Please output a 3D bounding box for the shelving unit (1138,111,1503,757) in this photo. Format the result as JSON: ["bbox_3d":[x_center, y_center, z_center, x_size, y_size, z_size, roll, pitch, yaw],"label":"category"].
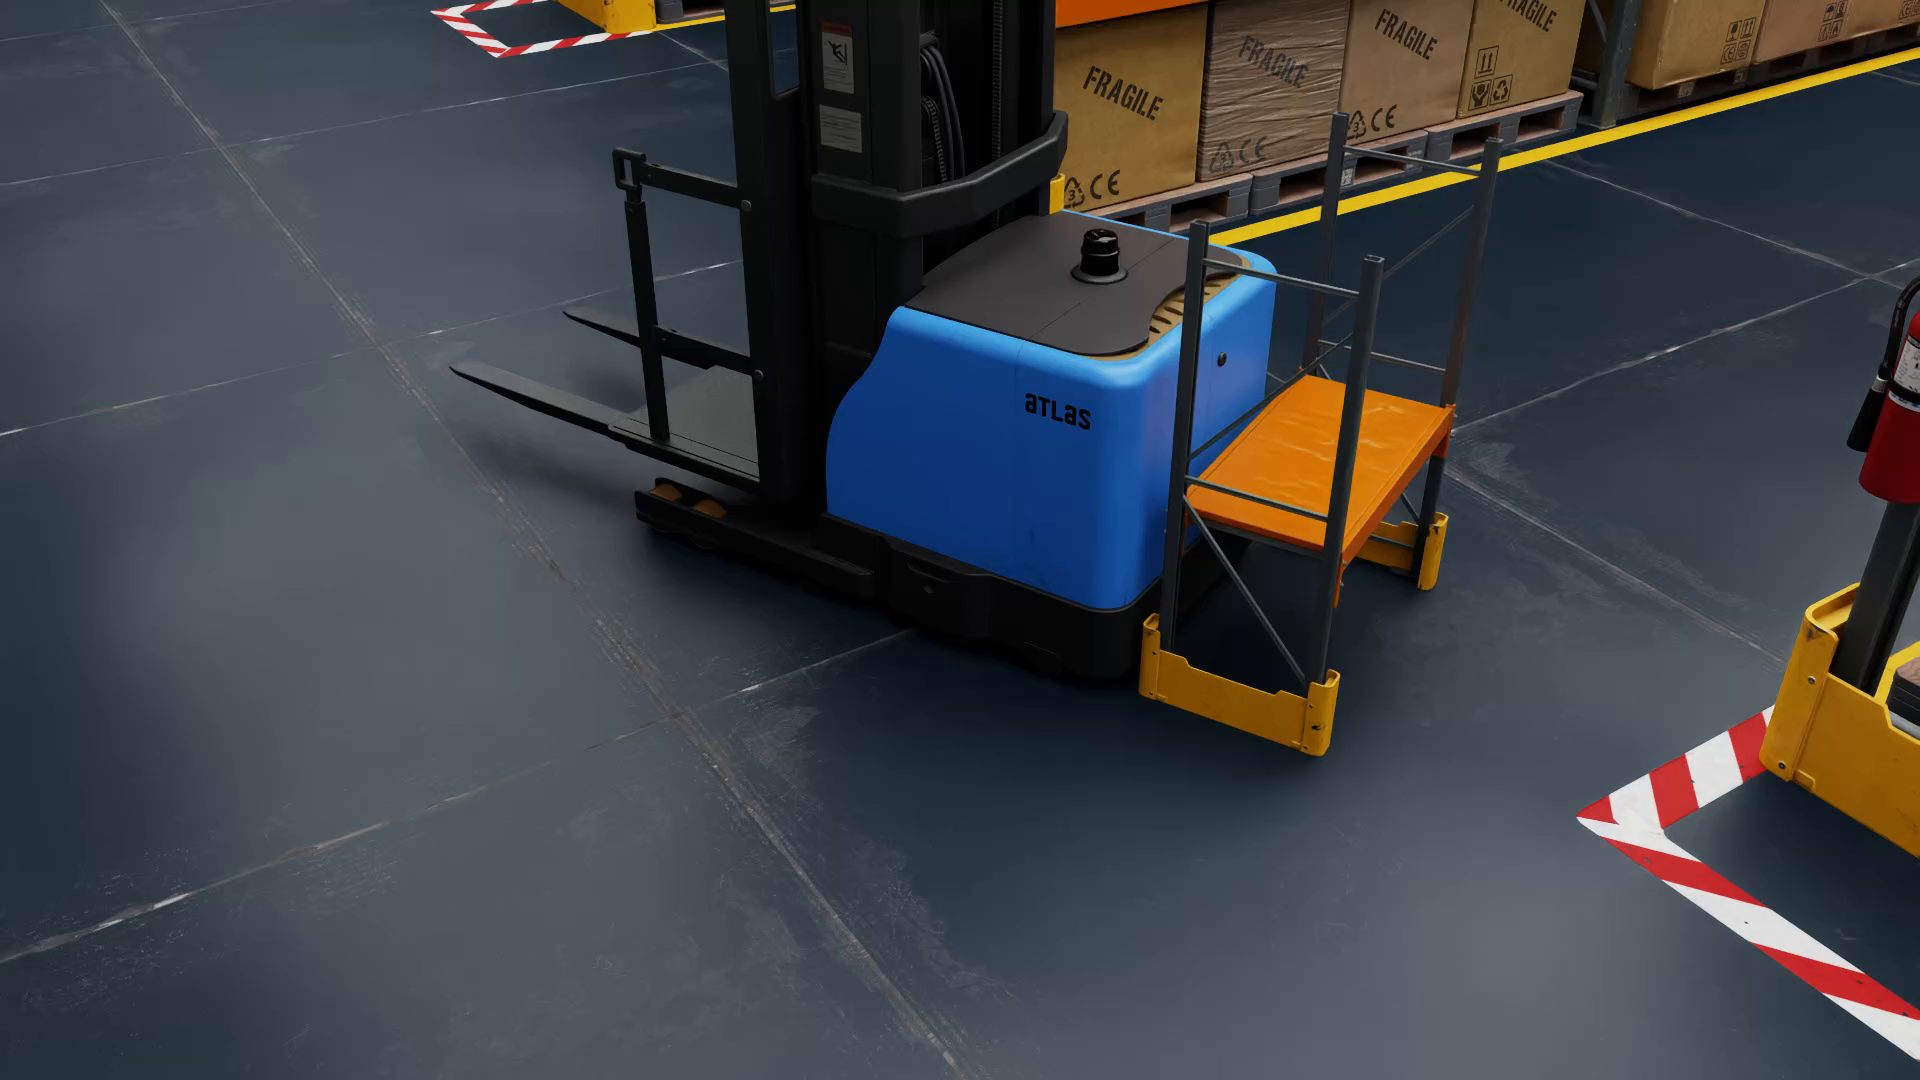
[{"bbox_3d":[1.063,-0.337,4.877,0.587,1.500,1.083,18,36,26],"label":"shelving unit"}]

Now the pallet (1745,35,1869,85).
[{"bbox_3d":[5.045,-3.255,10.712,1.213,0.211,1.003,-19,37,-27],"label":"pallet"}]

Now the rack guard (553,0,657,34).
[{"bbox_3d":[-2.490,-3.885,11.439,0.348,0.500,1.175,-19,37,-27],"label":"rack guard"}]

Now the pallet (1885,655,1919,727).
[{"bbox_3d":[3.446,0.513,4.739,1.213,0.211,1.003,-19,37,-27],"label":"pallet"}]

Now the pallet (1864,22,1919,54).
[{"bbox_3d":[6.069,-3.605,11.268,1.213,0.211,1.003,-19,37,-27],"label":"pallet"}]

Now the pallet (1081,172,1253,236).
[{"bbox_3d":[0.678,-1.753,8.331,1.213,0.211,1.003,-19,37,-27],"label":"pallet"}]

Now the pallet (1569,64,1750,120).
[{"bbox_3d":[4.018,-2.900,10.150,1.213,0.211,1.003,-19,37,-27],"label":"pallet"}]

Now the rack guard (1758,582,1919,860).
[{"bbox_3d":[2.719,0.625,4.291,0.348,0.500,1.175,-19,37,-27],"label":"rack guard"}]

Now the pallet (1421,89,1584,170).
[{"bbox_3d":[2.729,-2.459,9.450,1.213,0.211,1.003,-19,37,-27],"label":"pallet"}]

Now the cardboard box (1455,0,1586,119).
[{"bbox_3d":[2.813,-2.947,9.208,0.875,0.875,0.875,-19,37,-27],"label":"cardboard box"}]

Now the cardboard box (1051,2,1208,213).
[{"bbox_3d":[0.543,-2.166,7.970,0.875,0.875,0.875,-19,37,-27],"label":"cardboard box"}]

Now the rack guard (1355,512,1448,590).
[{"bbox_3d":[1.320,-0.035,5.571,0.587,0.250,0.087,18,36,26],"label":"rack guard"}]

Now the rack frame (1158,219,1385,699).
[{"bbox_3d":[0.804,-0.109,4.516,0.500,1.500,0.032,18,36,26],"label":"rack frame"}]

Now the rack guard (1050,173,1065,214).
[{"bbox_3d":[0.028,-1.602,7.821,0.348,0.500,1.175,-19,37,-27],"label":"rack guard"}]

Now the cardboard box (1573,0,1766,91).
[{"bbox_3d":[3.938,-3.296,9.761,0.875,0.875,1.225,-19,37,-27],"label":"cardboard box"}]

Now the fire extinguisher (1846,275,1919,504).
[{"bbox_3d":[2.359,-0.415,4.019,0.183,0.674,0.296,-19,37,-27],"label":"fire extinguisher"}]

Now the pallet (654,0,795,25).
[{"bbox_3d":[-1.788,-3.981,11.864,1.213,0.211,1.003,-19,37,-27],"label":"pallet"}]

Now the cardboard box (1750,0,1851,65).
[{"bbox_3d":[4.688,-3.554,10.171,0.875,0.875,1.225,-20,38,-29],"label":"cardboard box"}]

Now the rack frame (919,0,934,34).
[{"bbox_3d":[0.049,-2.666,7.165,0.127,3.000,1.000,-19,37,-27],"label":"rack frame"}]

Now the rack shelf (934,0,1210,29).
[{"bbox_3d":[1.730,-2.940,8.274,4.000,0.370,1.077,-19,37,-27],"label":"rack shelf"}]

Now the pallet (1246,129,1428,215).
[{"bbox_3d":[1.703,-2.104,8.887,1.213,0.211,1.003,-19,37,-27],"label":"pallet"}]

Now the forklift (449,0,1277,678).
[{"bbox_3d":[-0.519,-1.423,5.258,3.031,2.935,1.130,19,37,28],"label":"forklift"}]

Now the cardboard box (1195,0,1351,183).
[{"bbox_3d":[1.308,-2.429,8.387,0.875,0.875,0.875,-19,37,-27],"label":"cardboard box"}]

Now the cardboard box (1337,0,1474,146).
[{"bbox_3d":[2.056,-2.687,8.795,0.875,0.875,0.875,-19,37,-27],"label":"cardboard box"}]

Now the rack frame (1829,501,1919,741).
[{"bbox_3d":[2.732,-0.445,3.644,0.127,3.000,1.000,-19,37,-27],"label":"rack frame"}]

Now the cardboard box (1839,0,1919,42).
[{"bbox_3d":[5.428,-3.814,10.582,0.875,0.875,1.225,-19,37,-27],"label":"cardboard box"}]

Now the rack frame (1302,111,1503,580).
[{"bbox_3d":[1.331,-0.573,5.252,0.500,1.500,0.032,18,36,26],"label":"rack frame"}]

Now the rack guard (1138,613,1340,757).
[{"bbox_3d":[0.804,0.419,4.851,0.587,0.250,0.087,18,36,26],"label":"rack guard"}]

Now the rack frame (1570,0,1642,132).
[{"bbox_3d":[3.411,-3.823,8.998,0.127,3.000,1.000,-19,37,-27],"label":"rack frame"}]

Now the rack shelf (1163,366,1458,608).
[{"bbox_3d":[1.067,-0.189,4.980,0.538,0.185,1.000,18,36,26],"label":"rack shelf"}]
